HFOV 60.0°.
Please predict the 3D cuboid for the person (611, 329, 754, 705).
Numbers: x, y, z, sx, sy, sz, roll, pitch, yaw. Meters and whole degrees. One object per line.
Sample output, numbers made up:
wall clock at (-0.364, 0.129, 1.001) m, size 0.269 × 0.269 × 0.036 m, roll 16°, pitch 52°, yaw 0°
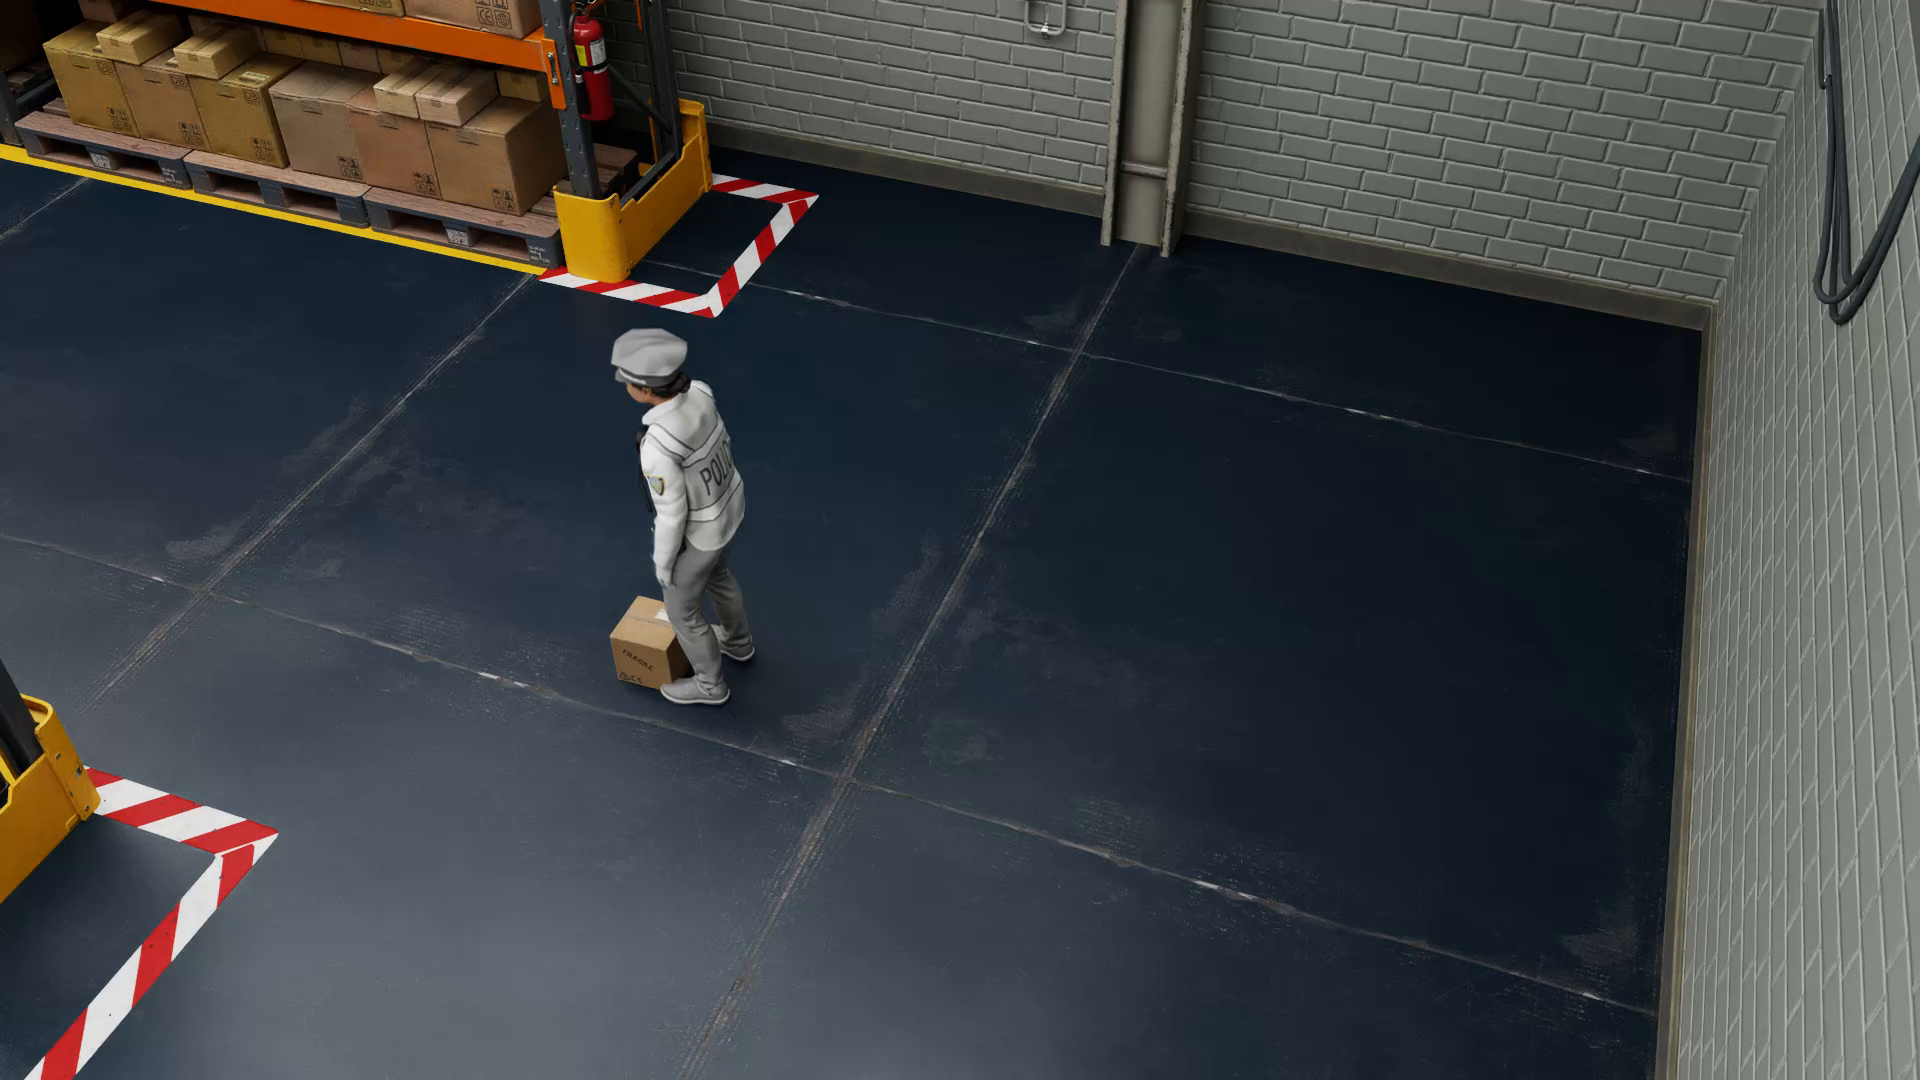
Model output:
person at (-1.005, -0.049, 6.219) m, size 0.375 × 1.653 × 0.532 m, roll 12°, pitch 43°, yaw 13°
